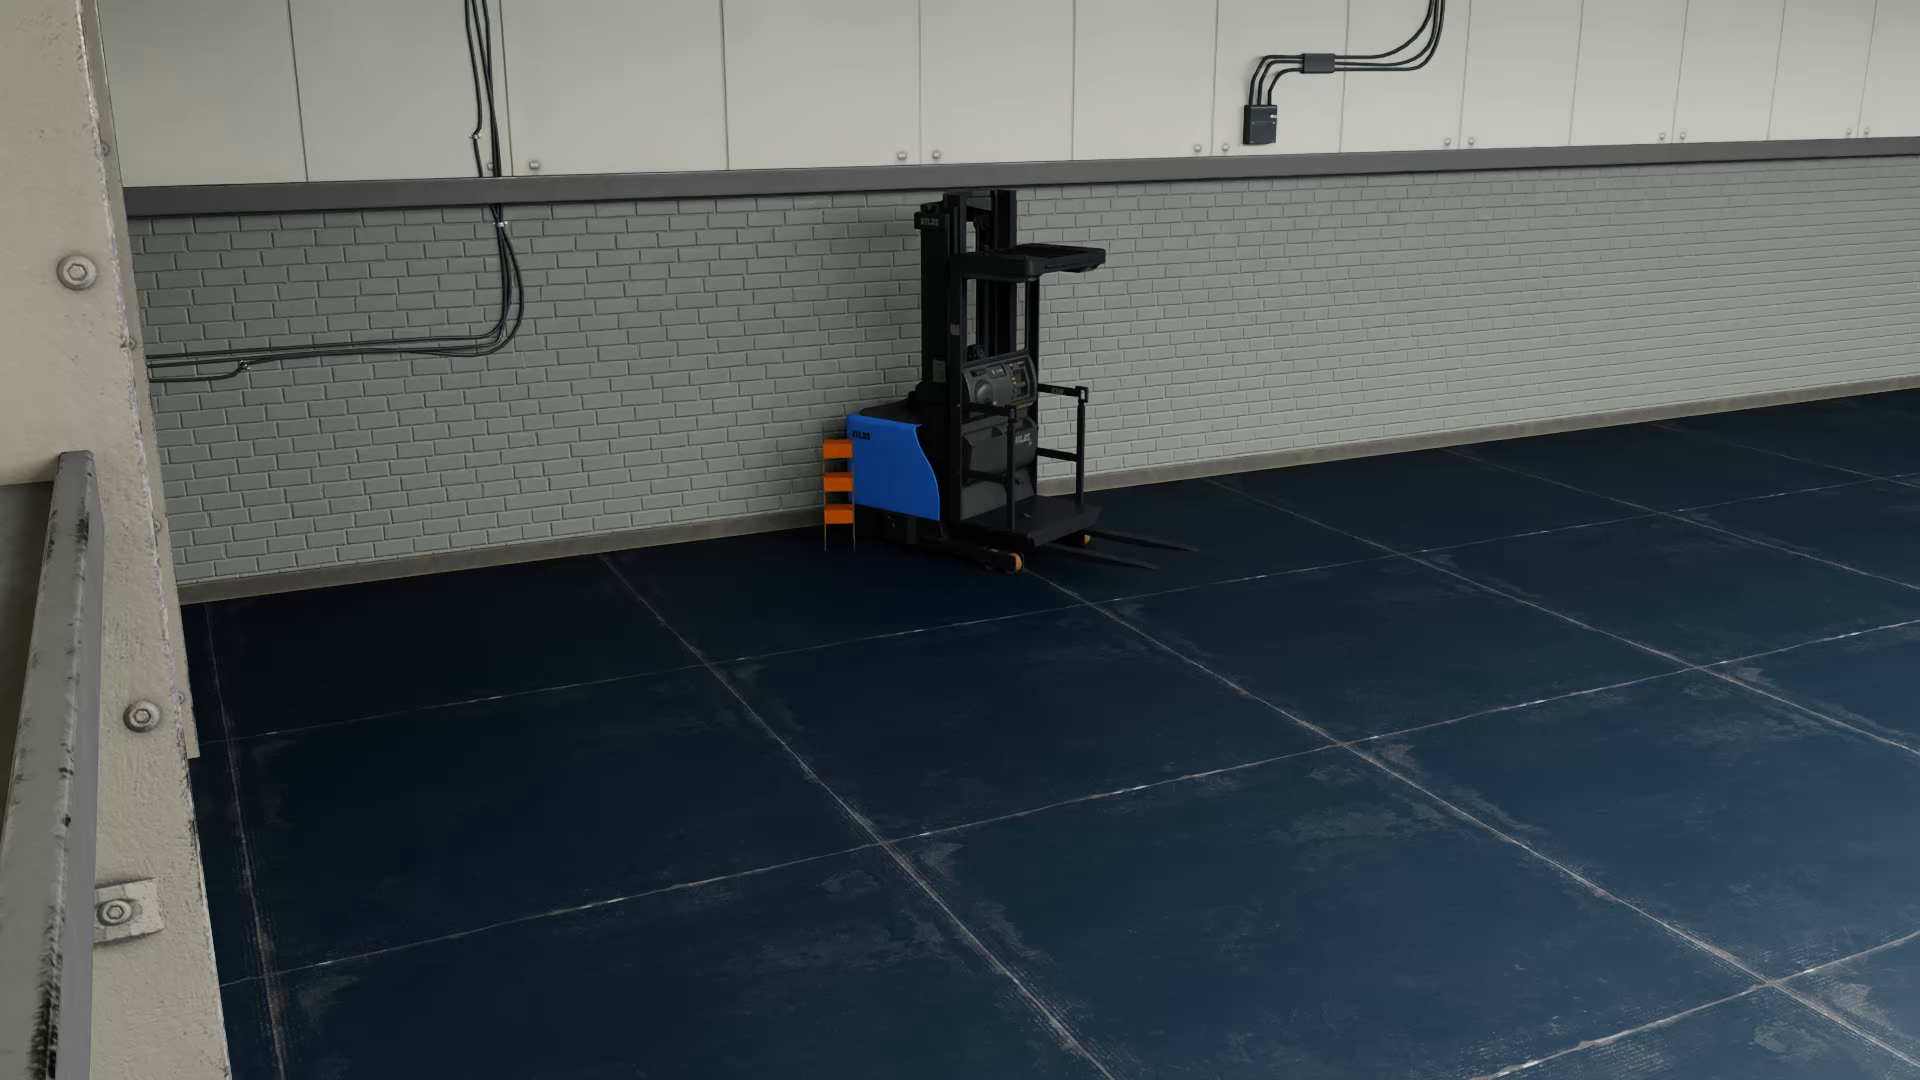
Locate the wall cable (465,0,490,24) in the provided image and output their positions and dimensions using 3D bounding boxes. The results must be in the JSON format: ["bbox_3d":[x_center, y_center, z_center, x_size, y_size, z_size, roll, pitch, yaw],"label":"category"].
[{"bbox_3d":[-2.376,-5.231,12.640,3.097,2.526,0.112,-8,18,-25],"label":"wall cable"}]

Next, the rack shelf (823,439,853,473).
[{"bbox_3d":[-1.013,-0.705,13.815,0.240,0.259,0.215,-1,16,-3],"label":"rack shelf"}]

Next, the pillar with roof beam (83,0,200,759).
[{"bbox_3d":[-0.836,-3.599,10.479,9.100,9.000,0.400,-8,18,-25],"label":"pillar with roof beam"}]

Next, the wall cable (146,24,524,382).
[{"bbox_3d":[-4.808,-2.477,12.197,3.097,2.526,0.112,-8,18,-25],"label":"wall cable"}]

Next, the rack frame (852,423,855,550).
[{"bbox_3d":[-0.891,-0.445,13.896,0.008,1.050,0.200,-1,16,-3],"label":"rack frame"}]

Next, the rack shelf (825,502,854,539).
[{"bbox_3d":[-1.013,-0.165,13.970,0.240,0.259,0.215,-1,16,-3],"label":"rack shelf"}]

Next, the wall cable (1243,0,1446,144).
[{"bbox_3d":[3.733,-6.747,15.284,2.305,6.003,0.169,-8,18,-25],"label":"wall cable"}]

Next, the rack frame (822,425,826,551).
[{"bbox_3d":[-1.134,-0.441,13.884,0.008,1.050,0.200,-1,16,-3],"label":"rack frame"}]

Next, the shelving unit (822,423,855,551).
[{"bbox_3d":[-1.013,-0.443,13.890,0.252,1.050,0.215,-1,16,-3],"label":"shelving unit"}]

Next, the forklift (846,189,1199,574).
[{"bbox_3d":[0.494,-1.304,13.481,3.031,2.935,1.130,12,20,36],"label":"forklift"}]

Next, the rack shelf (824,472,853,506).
[{"bbox_3d":[-1.013,-0.433,13.893,0.240,0.259,0.215,-1,16,-3],"label":"rack shelf"}]
